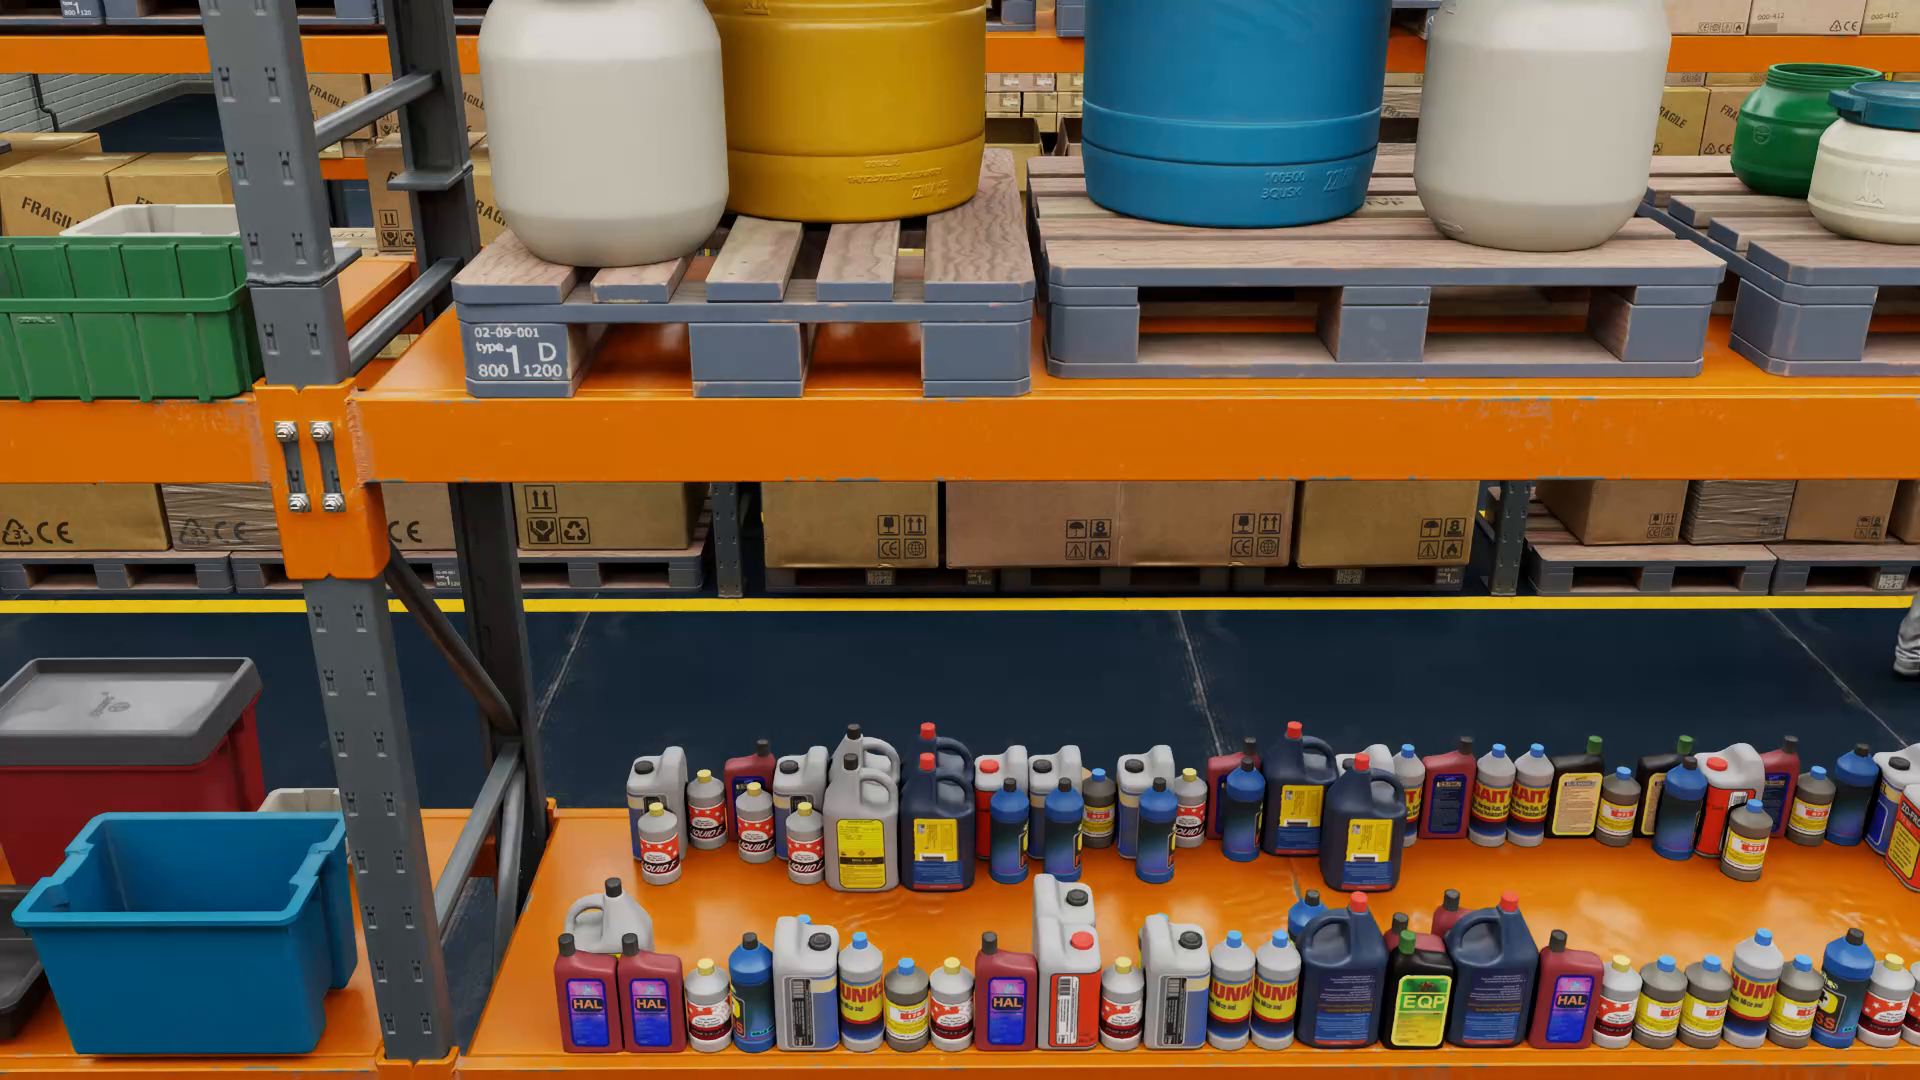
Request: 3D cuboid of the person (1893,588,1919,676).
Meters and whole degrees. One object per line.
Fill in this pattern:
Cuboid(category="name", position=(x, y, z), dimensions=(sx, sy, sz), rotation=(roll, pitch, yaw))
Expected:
Cuboid(category="person", position=(4.697, -0.146, 7.445), dimensions=(0.626, 1.847, 0.602), rotation=(-5, 24, -10))
